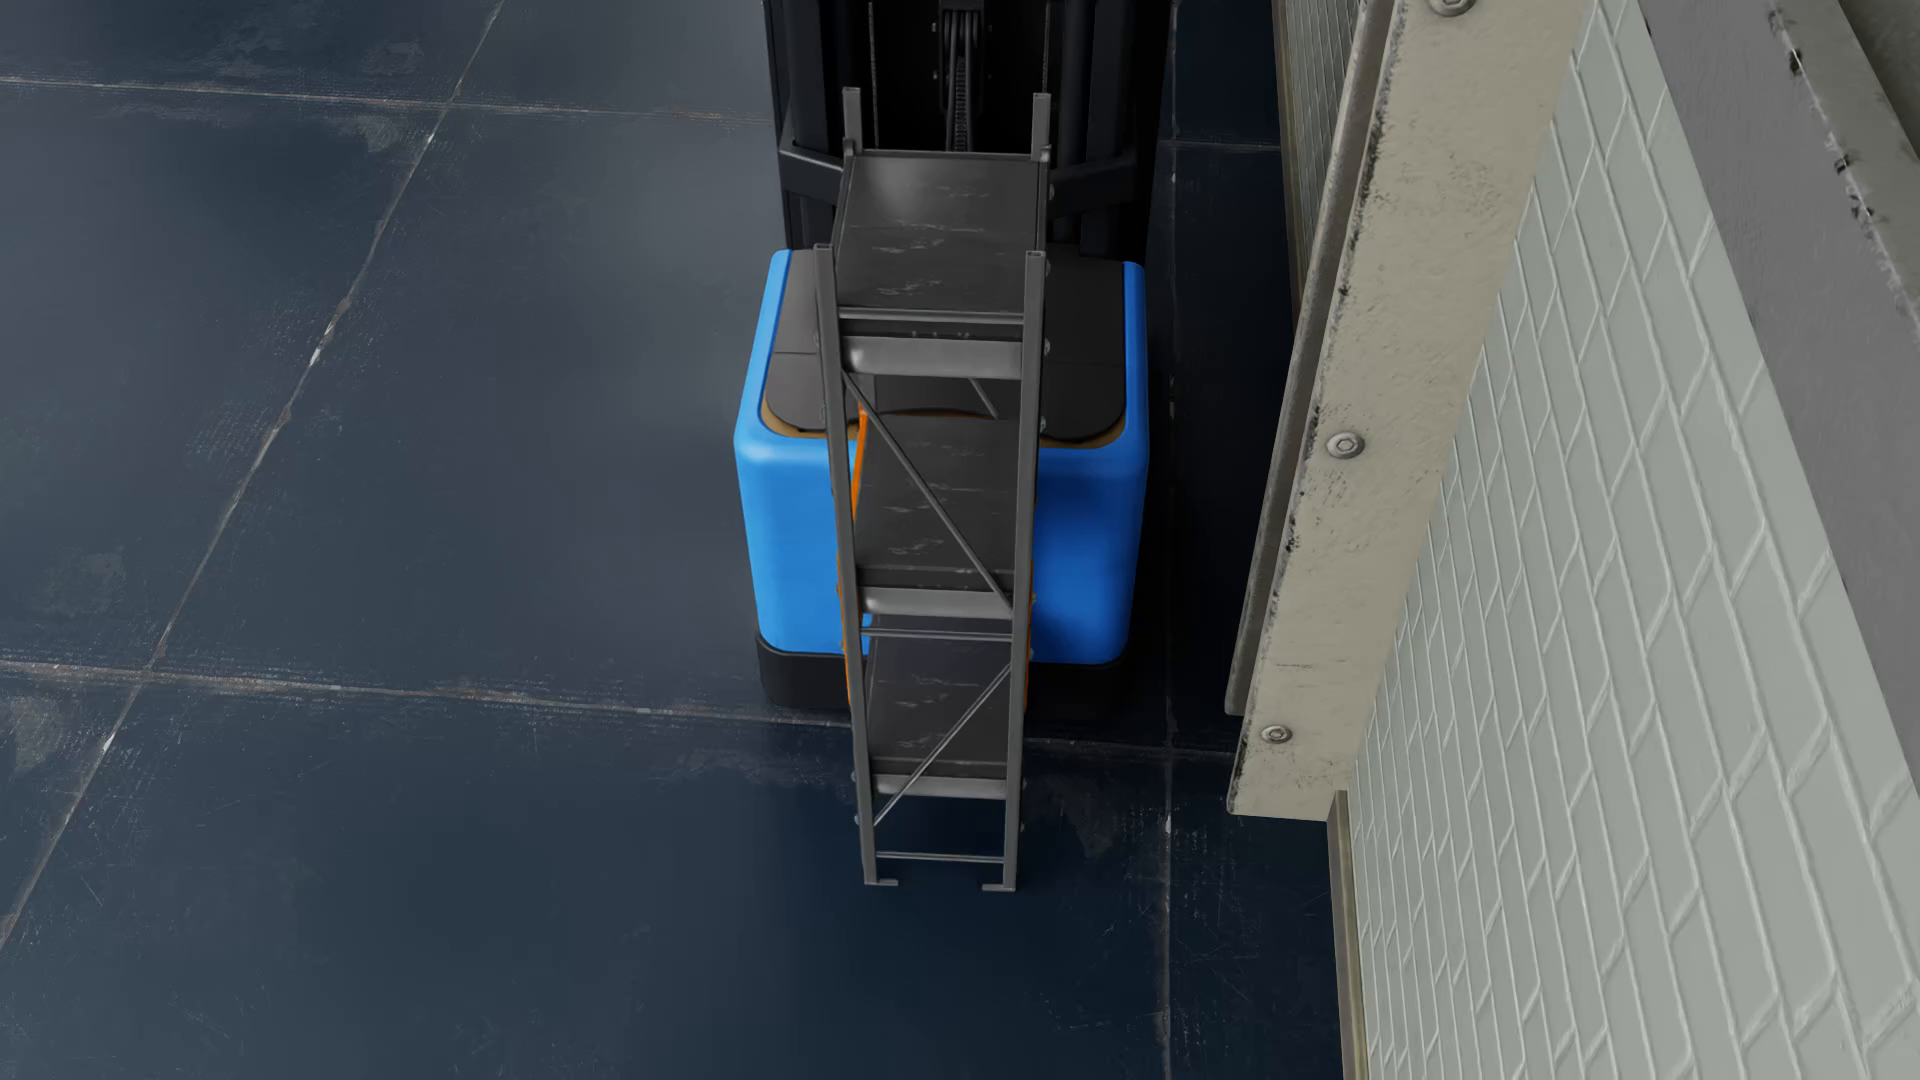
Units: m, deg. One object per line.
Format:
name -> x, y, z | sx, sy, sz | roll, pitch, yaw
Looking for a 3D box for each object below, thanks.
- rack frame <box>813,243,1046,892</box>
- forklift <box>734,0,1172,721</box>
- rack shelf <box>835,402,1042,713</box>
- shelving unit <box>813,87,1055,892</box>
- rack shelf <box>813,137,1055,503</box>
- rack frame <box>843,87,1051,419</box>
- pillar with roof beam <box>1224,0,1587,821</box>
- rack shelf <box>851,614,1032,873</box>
rack frame -> -0.053, 0.210, 3.635 | 0.400, 2.100, 0.015 | 2, 48, 2
forklift -> 0.032, -1.563, 4.693 | 1.130, 2.935, 3.031 | 2, 48, 2
rack shelf -> -0.039, 0.039, 3.810 | 0.431, 0.518, 0.480 | 2, 48, 2
shelving unit -> -0.039, 0.030, 3.800 | 0.431, 2.100, 0.503 | 2, 48, 2
rack shelf -> -0.039, -0.433, 3.293 | 0.431, 0.518, 0.480 | 2, 48, 2
rack frame -> -0.025, -0.150, 3.964 | 0.400, 2.100, 0.015 | 2, 48, 2
pillar with roof beam -> -3.383, -2.712, 1.632 | 9.100, 9.000, 0.400 | 4, 48, 4
rack shelf -> -0.039, 0.512, 4.326 | 0.431, 0.518, 0.480 | 2, 48, 2
